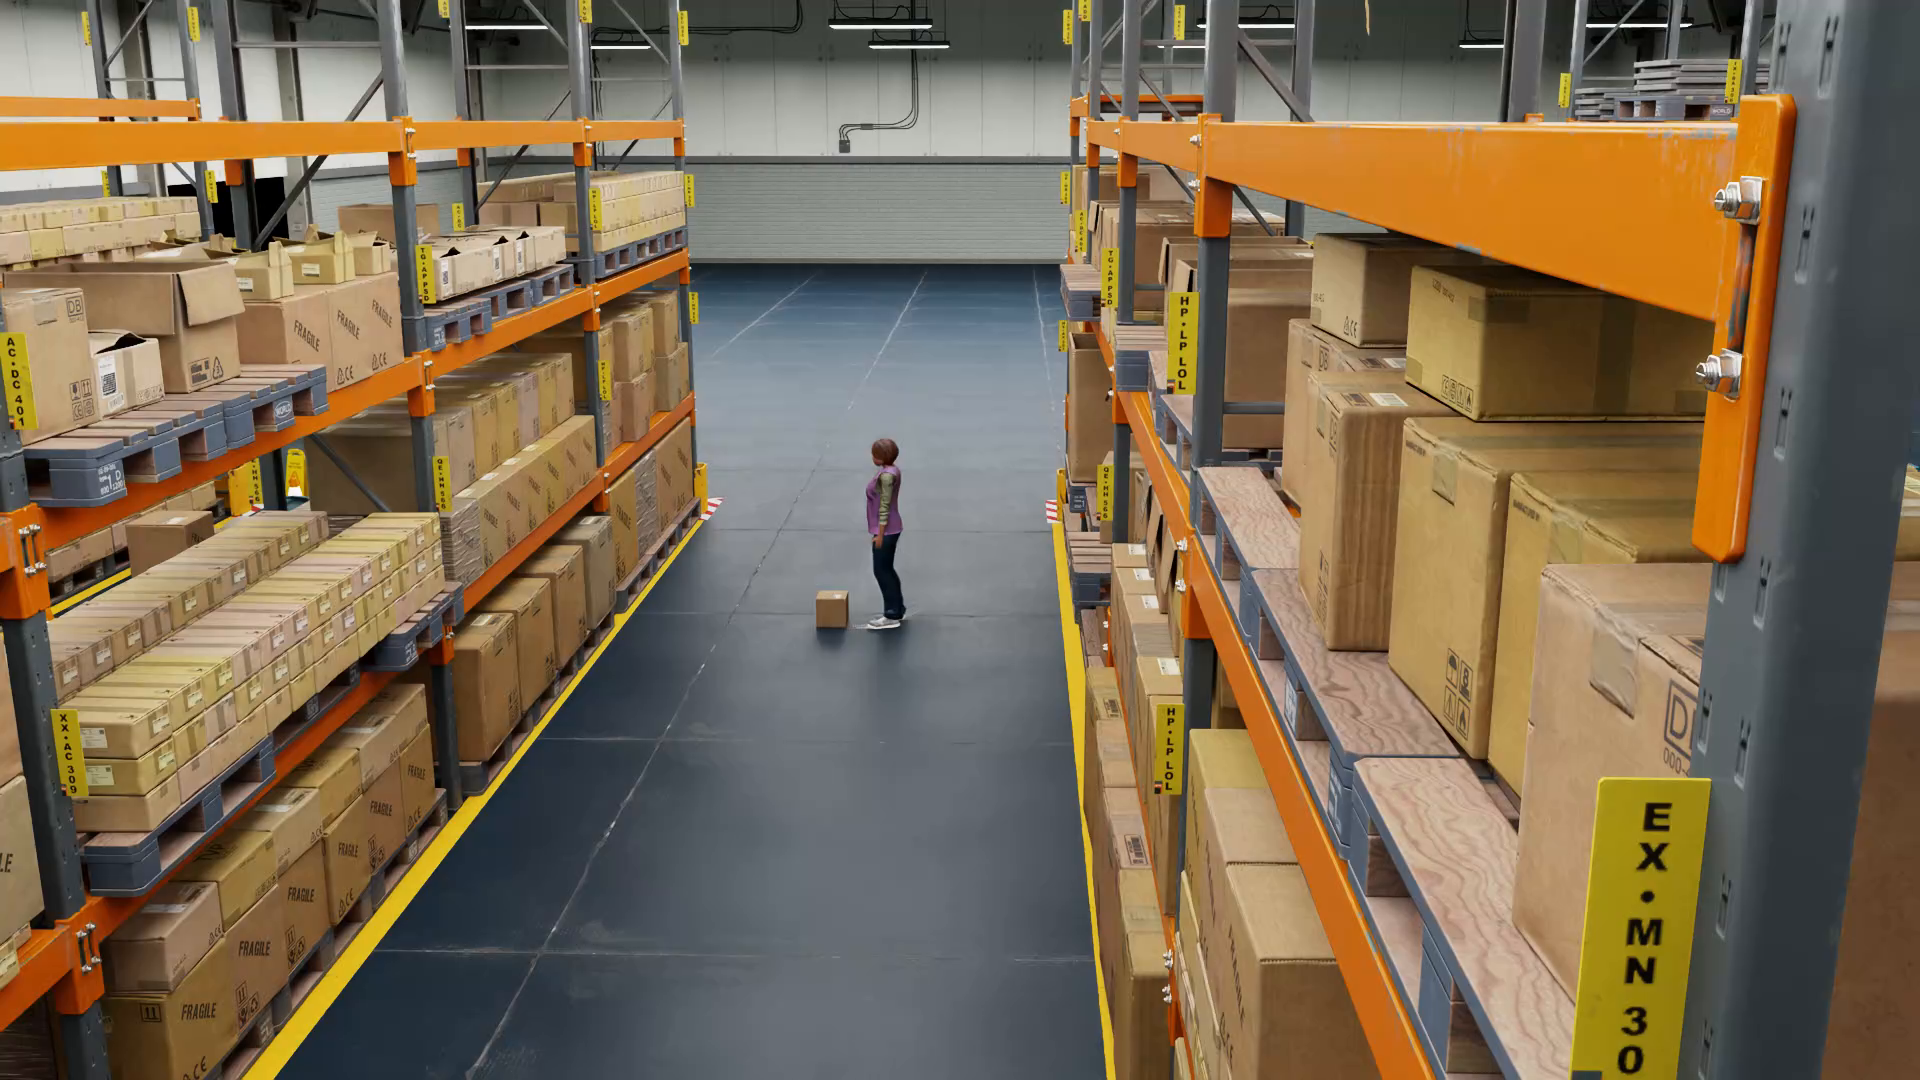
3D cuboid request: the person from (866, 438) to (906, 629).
[{"bbox_3d":[-0.614,-0.052,13.765,0.312,1.604,0.407,1,14,3],"label":"person"}]
